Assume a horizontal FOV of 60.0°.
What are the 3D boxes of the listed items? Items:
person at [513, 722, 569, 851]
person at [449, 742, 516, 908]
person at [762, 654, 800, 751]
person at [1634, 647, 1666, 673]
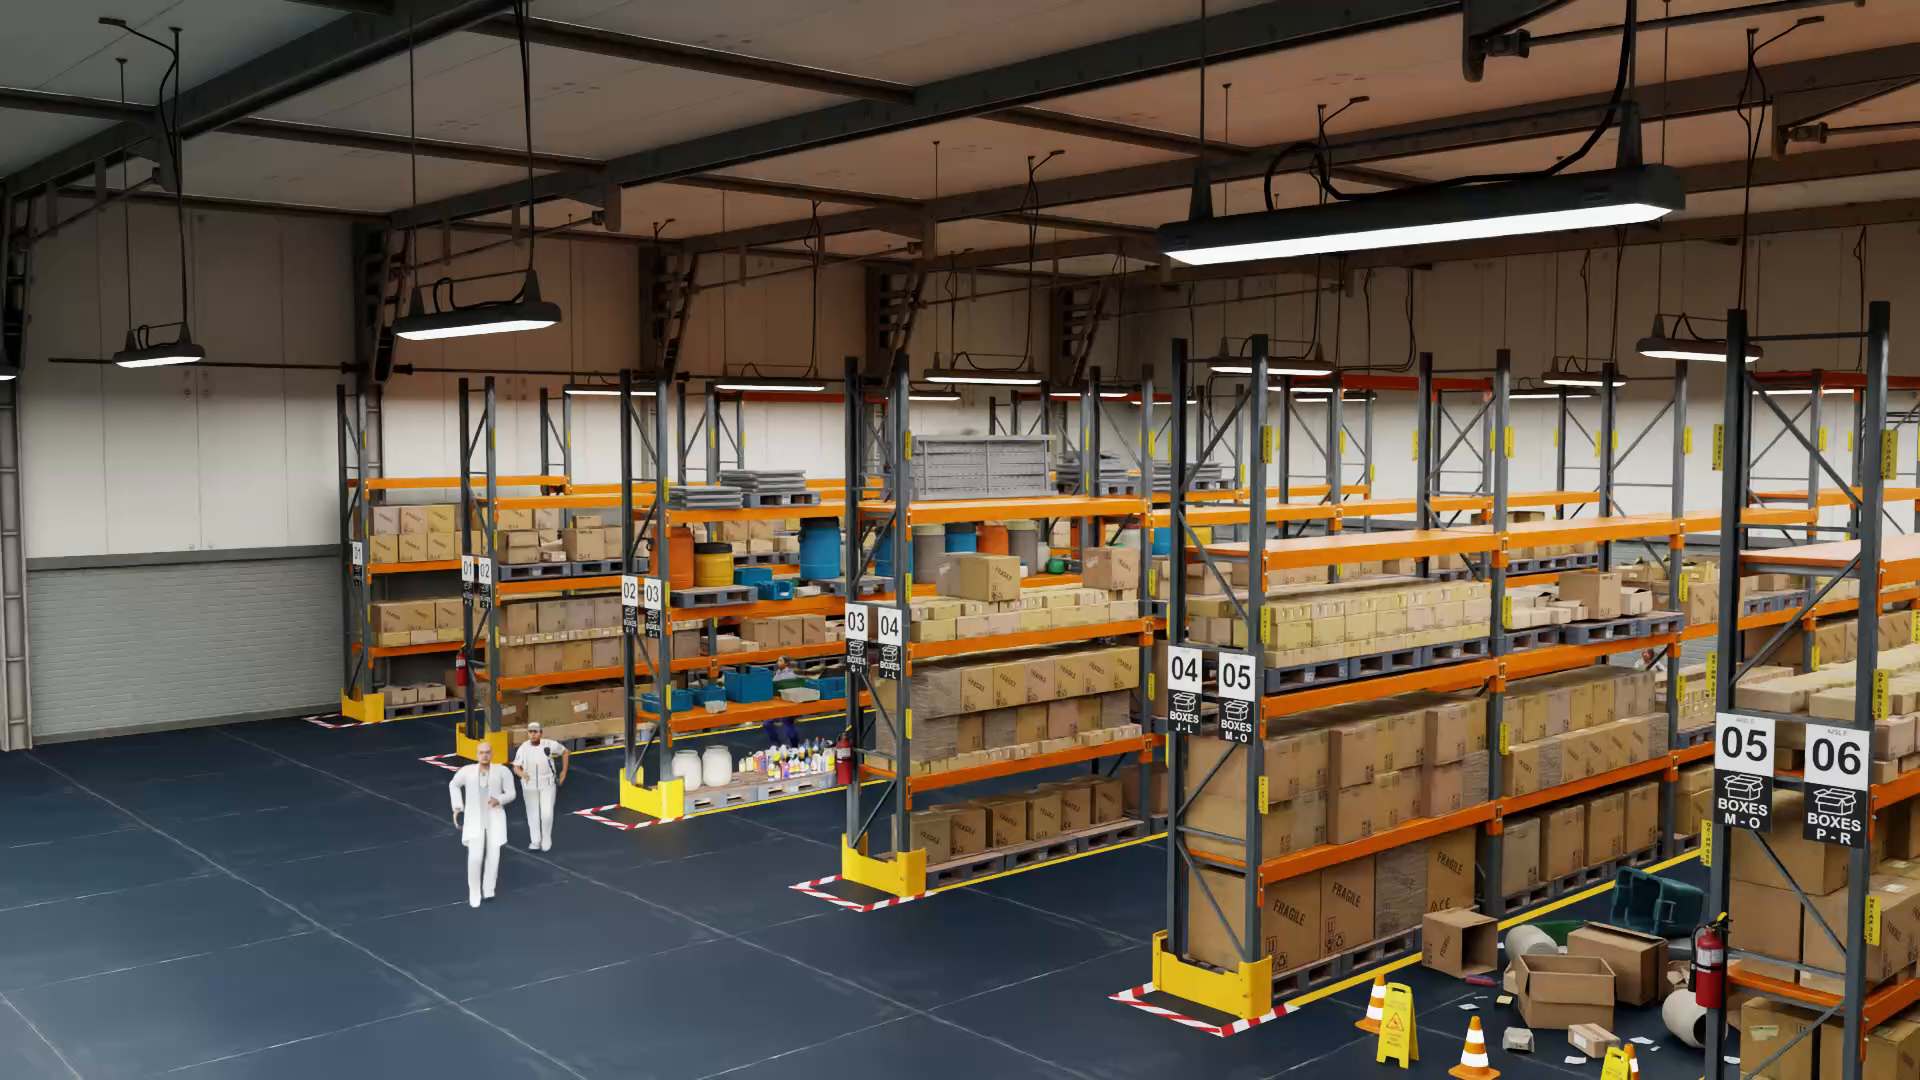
[{"bbox_3d":[-5.100,3.007,20.215,0.623,1.619,0.783,0,4,-5],"label":"person"},{"bbox_3d":[-5.176,3.095,18.088,0.684,1.789,0.761,-1,4,-20],"label":"person"},{"bbox_3d":[-2.804,2.636,26.268,0.573,1.677,0.703,3,5,40],"label":"person"},{"bbox_3d":[11.337,2.564,27.438,0.525,1.631,0.659,4,5,43],"label":"person"}]
